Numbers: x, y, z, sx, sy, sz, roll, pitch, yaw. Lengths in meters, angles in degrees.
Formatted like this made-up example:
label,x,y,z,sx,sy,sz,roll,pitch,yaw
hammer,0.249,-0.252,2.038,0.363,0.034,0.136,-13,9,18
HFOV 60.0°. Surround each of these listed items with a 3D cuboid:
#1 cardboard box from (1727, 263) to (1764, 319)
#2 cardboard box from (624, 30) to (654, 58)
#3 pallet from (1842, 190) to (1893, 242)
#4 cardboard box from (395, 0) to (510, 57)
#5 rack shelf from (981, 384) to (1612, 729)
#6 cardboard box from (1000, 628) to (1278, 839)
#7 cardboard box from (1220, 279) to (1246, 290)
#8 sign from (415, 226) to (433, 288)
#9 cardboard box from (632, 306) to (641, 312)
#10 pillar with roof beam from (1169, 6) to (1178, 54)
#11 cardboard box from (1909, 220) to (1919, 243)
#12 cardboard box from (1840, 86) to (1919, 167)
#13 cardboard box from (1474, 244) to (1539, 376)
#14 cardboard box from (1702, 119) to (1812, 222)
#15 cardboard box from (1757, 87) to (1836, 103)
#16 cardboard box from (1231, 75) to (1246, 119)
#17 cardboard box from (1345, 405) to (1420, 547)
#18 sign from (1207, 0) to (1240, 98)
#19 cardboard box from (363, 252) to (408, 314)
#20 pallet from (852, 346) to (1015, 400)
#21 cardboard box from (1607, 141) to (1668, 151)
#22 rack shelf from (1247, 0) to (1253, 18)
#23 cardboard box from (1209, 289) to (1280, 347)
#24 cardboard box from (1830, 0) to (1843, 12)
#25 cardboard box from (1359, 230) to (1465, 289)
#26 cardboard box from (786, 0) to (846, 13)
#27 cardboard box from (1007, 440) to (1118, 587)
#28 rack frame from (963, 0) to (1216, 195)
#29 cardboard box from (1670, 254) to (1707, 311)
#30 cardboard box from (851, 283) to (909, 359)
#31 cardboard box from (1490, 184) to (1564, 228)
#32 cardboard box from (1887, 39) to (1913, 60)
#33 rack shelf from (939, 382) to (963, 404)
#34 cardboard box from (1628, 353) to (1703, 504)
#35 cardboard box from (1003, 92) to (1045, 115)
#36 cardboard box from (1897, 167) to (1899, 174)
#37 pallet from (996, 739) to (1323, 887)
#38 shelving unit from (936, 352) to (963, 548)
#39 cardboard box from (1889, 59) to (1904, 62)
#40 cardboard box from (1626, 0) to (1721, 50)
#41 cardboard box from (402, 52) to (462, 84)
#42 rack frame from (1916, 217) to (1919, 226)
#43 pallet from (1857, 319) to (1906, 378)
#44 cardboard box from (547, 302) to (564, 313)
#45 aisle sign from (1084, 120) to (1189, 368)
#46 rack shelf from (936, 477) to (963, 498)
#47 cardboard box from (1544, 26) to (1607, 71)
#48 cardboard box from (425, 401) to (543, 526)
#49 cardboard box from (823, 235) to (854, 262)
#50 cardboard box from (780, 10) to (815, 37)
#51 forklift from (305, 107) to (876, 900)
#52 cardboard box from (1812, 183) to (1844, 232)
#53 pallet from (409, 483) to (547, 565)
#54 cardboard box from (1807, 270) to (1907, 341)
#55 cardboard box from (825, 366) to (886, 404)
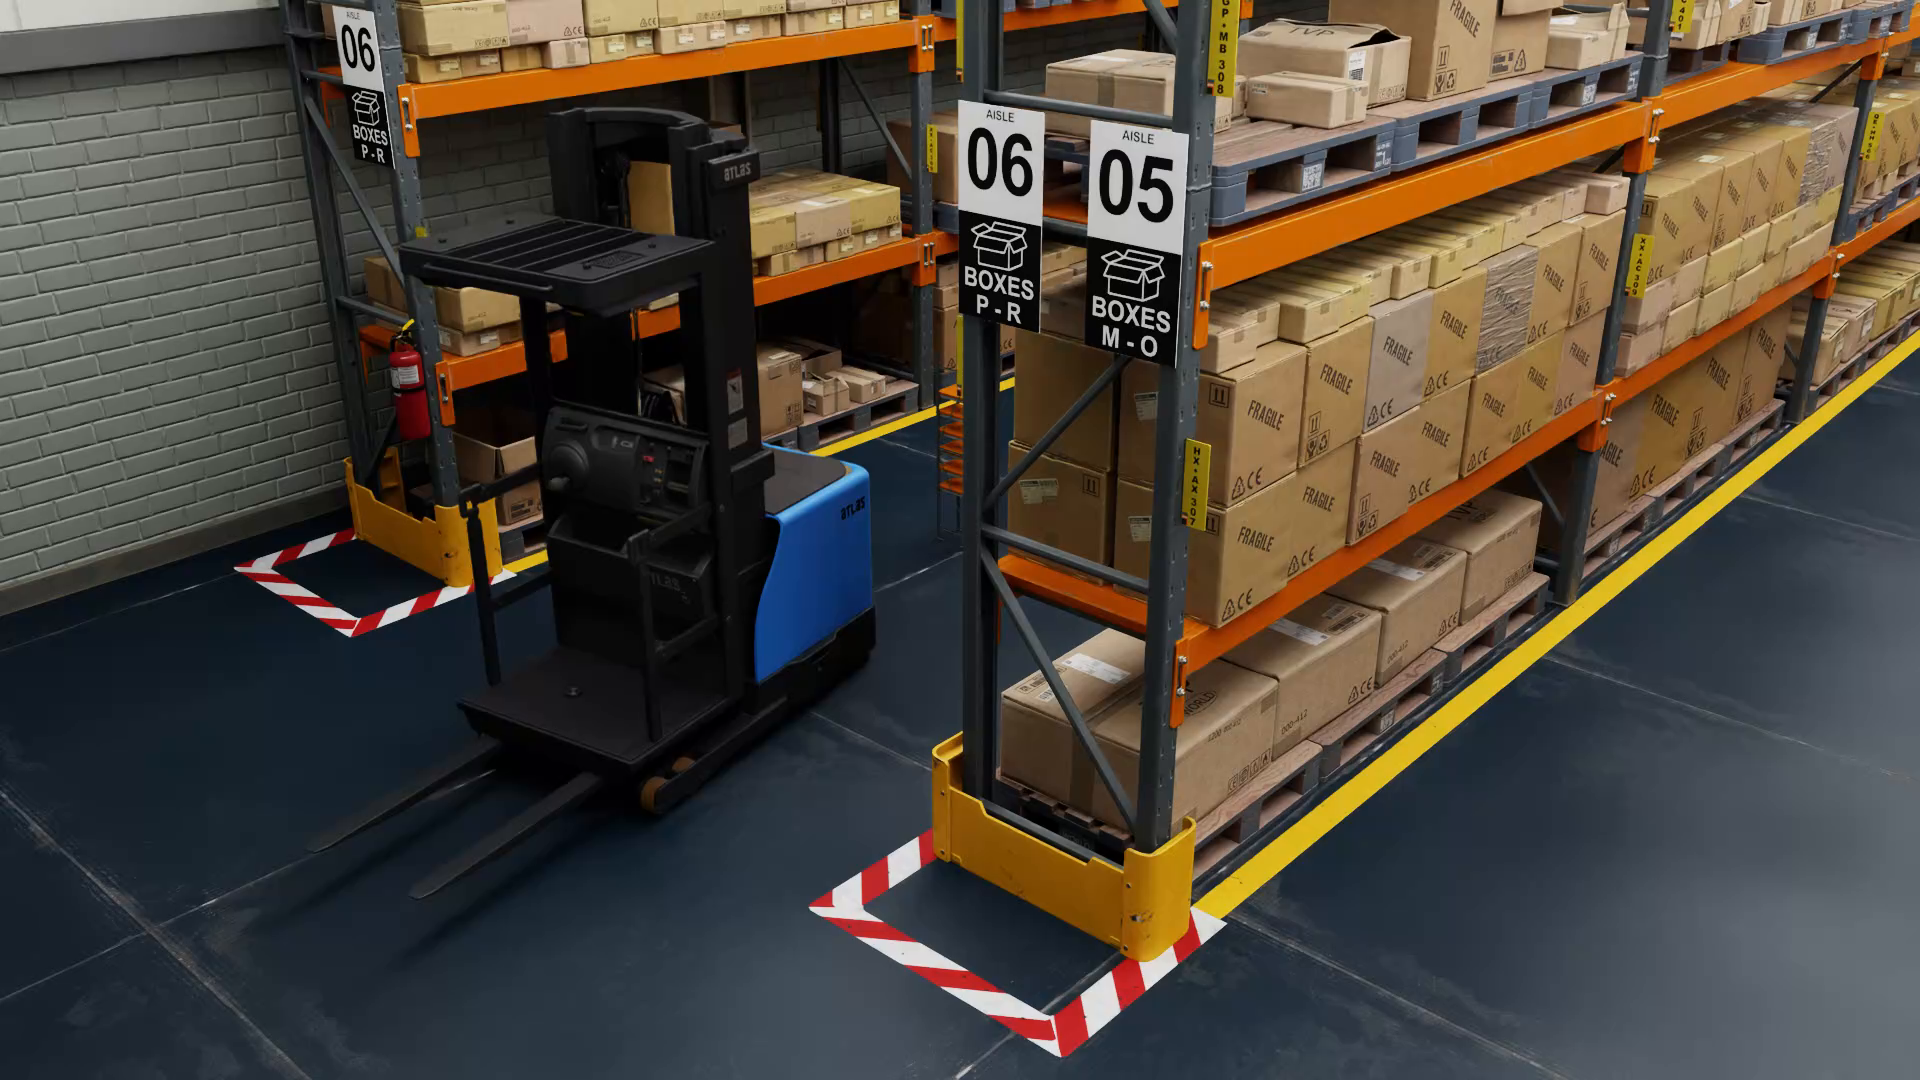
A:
label,x,y,z,sx,sy,sz,roll,pitch,yaw
cardboard box,4.620,-1.587,10.306,0.500,0.250,0.500,20,31,37
cardboard box,-2.021,-2.939,9.780,0.380,0.149,0.250,20,31,37
pallet,6.157,-2.511,12.419,1.213,0.211,1.003,20,31,38
cardboard box,-2.778,-2.766,8.906,0.500,0.250,0.500,20,31,37
rack shelf,1.756,-0.196,7.901,1.077,0.370,4.000,20,31,38
cardboard box,0.787,0.834,7.342,0.875,0.438,0.875,19,30,36
cardboard box,0.972,-1.128,6.962,0.380,0.149,0.250,21,32,39
sign,-2.873,-1.516,8.907,0.100,0.325,0.005,20,31,38
cardboard box,-2.182,-1.502,10.241,0.380,0.149,0.250,21,31,38
pillar with roof beam,5.466,-5.912,12.436,9.100,9.000,0.400,20,31,38
cardboard box,9.025,-2.956,15.108,0.500,0.500,0.500,22,32,40
cardboard box,6.925,-3.124,12.551,0.500,0.500,0.500,21,31,38
cardboard box,2.304,-1.106,7.707,0.500,0.500,0.500,21,31,38
cardboard box,4.938,-2.317,10.408,0.500,0.500,0.500,20,31,38
cardboard box,6.194,-3.100,12.499,0.500,0.500,0.500,20,31,37
cardboard box,0.875,-1.718,6.420,0.380,0.149,0.250,17,29,34
cardboard box,1.625,-0.340,7.221,0.500,0.500,0.500,20,31,37
sign,0.831,-1.565,5.244,0.100,0.325,0.005,20,31,38
cardboard box,-3.168,-1.549,9.859,0.500,0.250,0.500,21,32,39
pallet,-0.093,-1.474,13.279,1.003,0.211,1.213,20,31,38
cardboard box,3.895,-2.149,10.032,0.500,0.500,0.500,21,32,39
rack shelf,3.396,-5.357,15.743,1.077,0.370,4.000,20,31,38
cardboard box,0.986,-0.845,6.331,0.380,0.149,0.250,21,32,39
cardboard box,5.102,-3.336,10.009,0.396,0.266,0.258,19,30,36
cardboard box,1.931,-1.207,7.137,0.380,0.149,0.250,19,31,36
cardboard box,-1.083,-3.547,10.649,0.500,0.250,0.500,19,30,36
cardboard box,0.546,-0.180,6.863,0.500,0.500,0.500,20,31,38
rack frame,0.421,-2.653,5.167,1.000,3.000,0.127,20,31,38
cardboard box,3.922,-1.517,9.539,0.500,0.250,0.500,21,31,38
cardboard box,-0.500,-1.769,13.072,0.500,0.500,0.500,20,31,37
cardboard box,2.692,-1.627,8.075,0.380,0.149,0.250,20,31,38
cardboard box,7.853,-4.193,14.144,0.380,0.149,0.250,20,31,37
rack shelf,0.010,-0.840,9.885,0.258,0.103,0.180,20,31,38
cardboard box,4.042,-0.844,10.550,0.875,0.875,0.875,21,32,39
cardboard box,0.751,-3.208,13.104,0.700,0.500,0.500,20,31,37
cardboard box,7.008,-2.895,12.834,0.380,0.149,0.250,22,32,39
pallet,0.897,1.092,7.556,1.003,0.211,1.213,20,31,38
shelving unit,0.010,-0.552,10.014,0.258,1.200,0.189,20,31,38
cardboard box,7.904,-3.880,14.237,0.500,0.500,0.500,21,32,39
cardboard box,3.686,-2.690,8.567,0.396,0.266,0.258,20,31,37
cardboard box,-2.892,-2.557,8.927,0.380,0.149,0.250,21,32,39
rack frame,8.430,-3.571,14.548,1.000,3.000,0.127,20,31,38
pallet,7.098,-1.688,13.756,1.003,0.211,1.213,20,31,38
cardboard box,-2.438,-1.555,9.871,0.500,0.250,0.500,21,31,38
aisle sign,0.589,-1.000,5.637,0.394,0.787,0.004,20,31,38
rack shelf,0.010,-0.292,10.131,0.258,0.103,0.180,20,31,38
cardboard box,2.727,-2.263,7.635,0.380,0.149,0.250,21,32,39
cardboard box,-2.799,-0.482,10.197,0.797,0.503,0.637,19,30,36
cardboard box,-0.946,-2.036,11.432,0.380,0.149,0.250,21,32,39
cardboard box,-1.147,-3.325,10.640,0.380,0.149,0.250,20,31,37
forklift,-1.639,-0.319,7.378,1.130,2.935,3.031,14,28,28
cardboard box,5.627,-2.295,11.275,0.500,0.250,0.500,20,31,37
pallet,-2.695,-0.263,10.579,1.003,0.211,1.213,20,31,38
cardboard box,7.142,-1.971,13.678,0.950,0.372,0.625,21,32,39
cardboard box,-0.761,-1.129,12.073,0.380,0.149,0.250,19,30,36
